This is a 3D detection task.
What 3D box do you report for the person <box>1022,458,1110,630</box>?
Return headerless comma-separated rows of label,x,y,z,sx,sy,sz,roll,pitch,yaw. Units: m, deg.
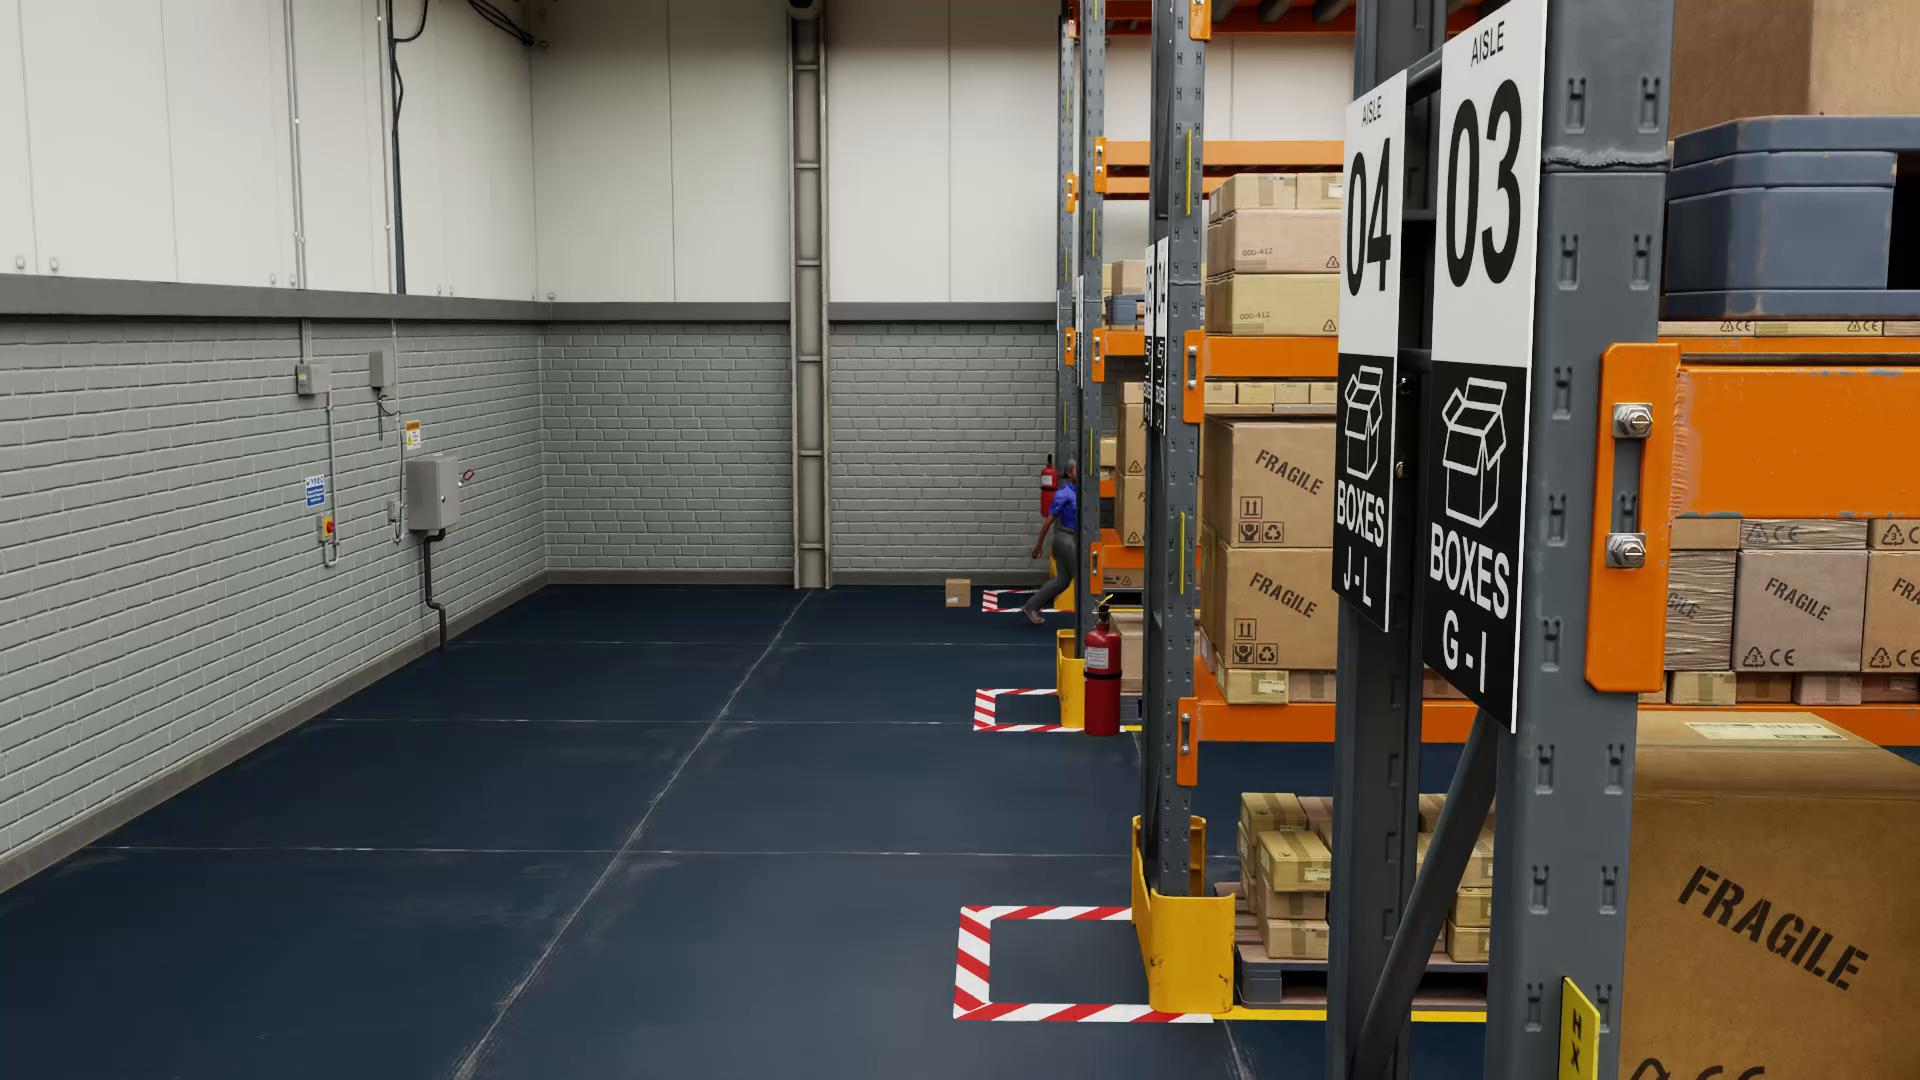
person,1.013,0.035,15.574,0.981,1.597,0.482,4,8,27
